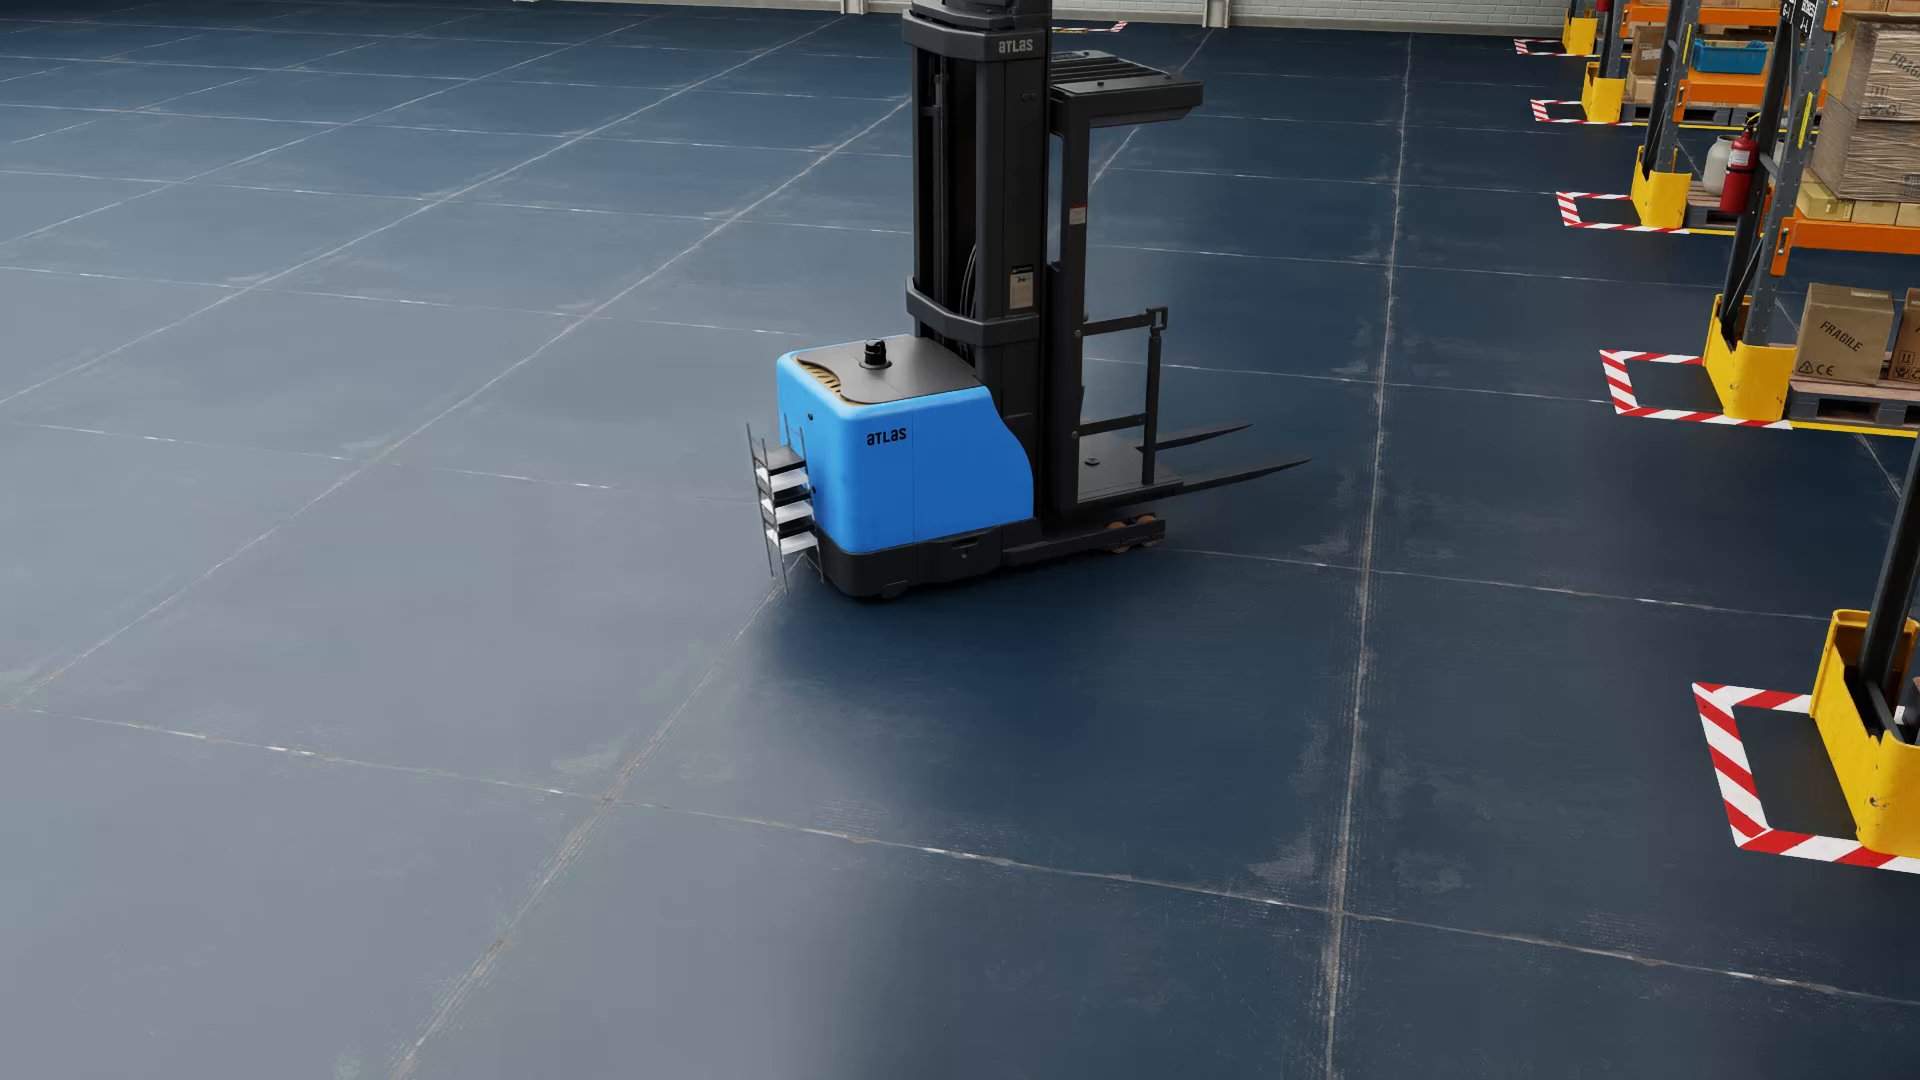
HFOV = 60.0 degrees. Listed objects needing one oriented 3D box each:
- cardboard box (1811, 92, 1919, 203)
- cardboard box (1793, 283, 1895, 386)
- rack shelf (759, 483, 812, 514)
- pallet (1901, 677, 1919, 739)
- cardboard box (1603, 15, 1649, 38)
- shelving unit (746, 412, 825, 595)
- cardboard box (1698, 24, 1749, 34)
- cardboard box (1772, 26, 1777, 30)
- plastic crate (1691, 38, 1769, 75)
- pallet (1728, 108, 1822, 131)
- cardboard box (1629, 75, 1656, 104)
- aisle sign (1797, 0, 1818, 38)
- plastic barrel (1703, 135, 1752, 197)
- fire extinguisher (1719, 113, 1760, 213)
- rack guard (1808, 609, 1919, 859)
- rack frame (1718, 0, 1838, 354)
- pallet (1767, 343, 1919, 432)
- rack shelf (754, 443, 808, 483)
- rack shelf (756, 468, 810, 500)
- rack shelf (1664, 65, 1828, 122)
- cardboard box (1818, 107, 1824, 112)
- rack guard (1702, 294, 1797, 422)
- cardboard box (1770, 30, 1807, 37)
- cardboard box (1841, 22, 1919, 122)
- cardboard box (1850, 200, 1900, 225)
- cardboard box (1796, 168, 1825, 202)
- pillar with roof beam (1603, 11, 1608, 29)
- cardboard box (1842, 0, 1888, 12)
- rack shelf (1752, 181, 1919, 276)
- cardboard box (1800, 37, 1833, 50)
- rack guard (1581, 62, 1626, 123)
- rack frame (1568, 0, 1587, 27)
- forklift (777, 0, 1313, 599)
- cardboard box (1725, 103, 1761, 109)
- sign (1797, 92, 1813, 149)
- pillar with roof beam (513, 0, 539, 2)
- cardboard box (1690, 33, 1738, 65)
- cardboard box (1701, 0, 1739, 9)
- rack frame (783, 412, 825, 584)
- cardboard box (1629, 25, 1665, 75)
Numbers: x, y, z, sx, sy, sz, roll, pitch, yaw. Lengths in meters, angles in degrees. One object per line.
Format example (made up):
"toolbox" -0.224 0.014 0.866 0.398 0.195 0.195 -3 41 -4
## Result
"cardboard box" 5.802 -2.497 10.544 0.500 0.500 0.875 6 26 13
"cardboard box" 5.876 -1.375 11.069 0.500 0.500 0.500 11 28 23
"rack shelf" -0.902 -0.233 8.542 0.200 0.077 0.258 -18 30 -21
"pallet" 4.736 0.978 6.951 1.213 0.211 1.003 6 26 13
"cardboard box" 9.624 -7.448 24.020 0.500 0.311 0.500 3 26 7
"shelving unit" -0.897 -0.183 8.568 0.210 0.900 0.258 -18 30 -21
"cardboard box" 10.875 -7.373 23.643 0.500 0.500 0.700 5 26 10
"cardboard box" 11.836 -7.311 23.513 0.500 0.500 0.500 4 26 9
"plastic crate" 7.069 -4.454 15.289 0.616 0.251 0.499 6 26 13
"pallet" 9.676 -5.057 19.627 1.213 0.211 1.003 6 26 13
"cardboard box" 8.211 -5.310 19.624 0.500 0.250 0.500 6 26 13
"aisle sign" 5.141 -3.444 9.970 0.004 0.787 0.394 6 26 13
"plastic barrel" 7.166 -3.478 15.471 0.421 0.512 0.421 0 25 0
"fire extinguisher" 5.280 -2.557 11.222 0.183 0.674 0.296 6 26 13
"rack guard" 3.919 0.792 7.005 0.348 0.500 1.175 6 26 13
"rack frame" 5.276 -2.388 10.777 0.127 3.000 1.000 6 26 13
"pallet" 6.127 -1.019 11.146 1.213 0.211 1.003 6 26 13
"rack shelf" -0.918 -0.391 8.457 0.200 0.077 0.258 -18 30 -21
"rack shelf" -0.910 -0.312 8.500 0.200 0.077 0.258 -18 30 -21
"rack shelf" 8.446 -3.911 14.813 4.000 0.370 1.077 6 26 13
"cardboard box" 10.147 -5.096 19.174 0.500 0.250 0.500 6 26 13
"rack guard" 5.349 -1.252 11.297 0.348 0.500 1.175 6 26 13
"cardboard box" 9.796 -5.710 19.592 0.500 0.500 0.500 6 26 13
"cardboard box" 5.741 -2.847 10.115 0.500 0.500 0.500 6 26 13
"cardboard box" 5.730 -2.110 10.485 0.250 0.149 0.380 6 26 13
"cardboard box" 5.603 -2.330 10.947 0.250 0.149 0.380 6 26 13
"pillar with roof beam" 8.798 -9.776 19.316 0.400 9.000 9.100 6 26 13
"cardboard box" 10.192 -6.283 18.841 0.500 0.500 0.700 7 26 14
"rack shelf" 7.213 -1.849 10.482 4.000 0.370 1.077 6 26 13
"cardboard box" 9.663 -5.487 19.124 0.500 0.500 0.500 6 26 13
"rack guard" 7.723 -5.386 19.981 0.348 0.500 1.175 6 26 13
"rack frame" 8.977 -8.575 23.771 0.127 3.000 1.000 6 26 13
"forklift" 0.565 -1.443 8.872 3.031 2.935 1.130 -12 28 -24
"cardboard box" 9.180 -5.204 19.402 0.500 0.250 0.500 6 26 13
"sign" 5.141 -2.553 10.116 0.005 0.325 0.100 6 26 13
"pillar with roof beam" -8.635 -11.703 23.364 0.400 9.000 9.100 6 26 13
"cardboard box" 8.695 -5.596 19.352 0.500 0.500 0.500 6 26 13
"cardboard box" 8.705 -6.448 19.187 0.500 0.500 0.700 7 26 14
"rack frame" -0.806 -0.212 8.604 0.006 0.900 0.240 -18 30 -21
"cardboard box" 8.340 -5.865 19.918 0.500 0.500 0.500 6 26 13
